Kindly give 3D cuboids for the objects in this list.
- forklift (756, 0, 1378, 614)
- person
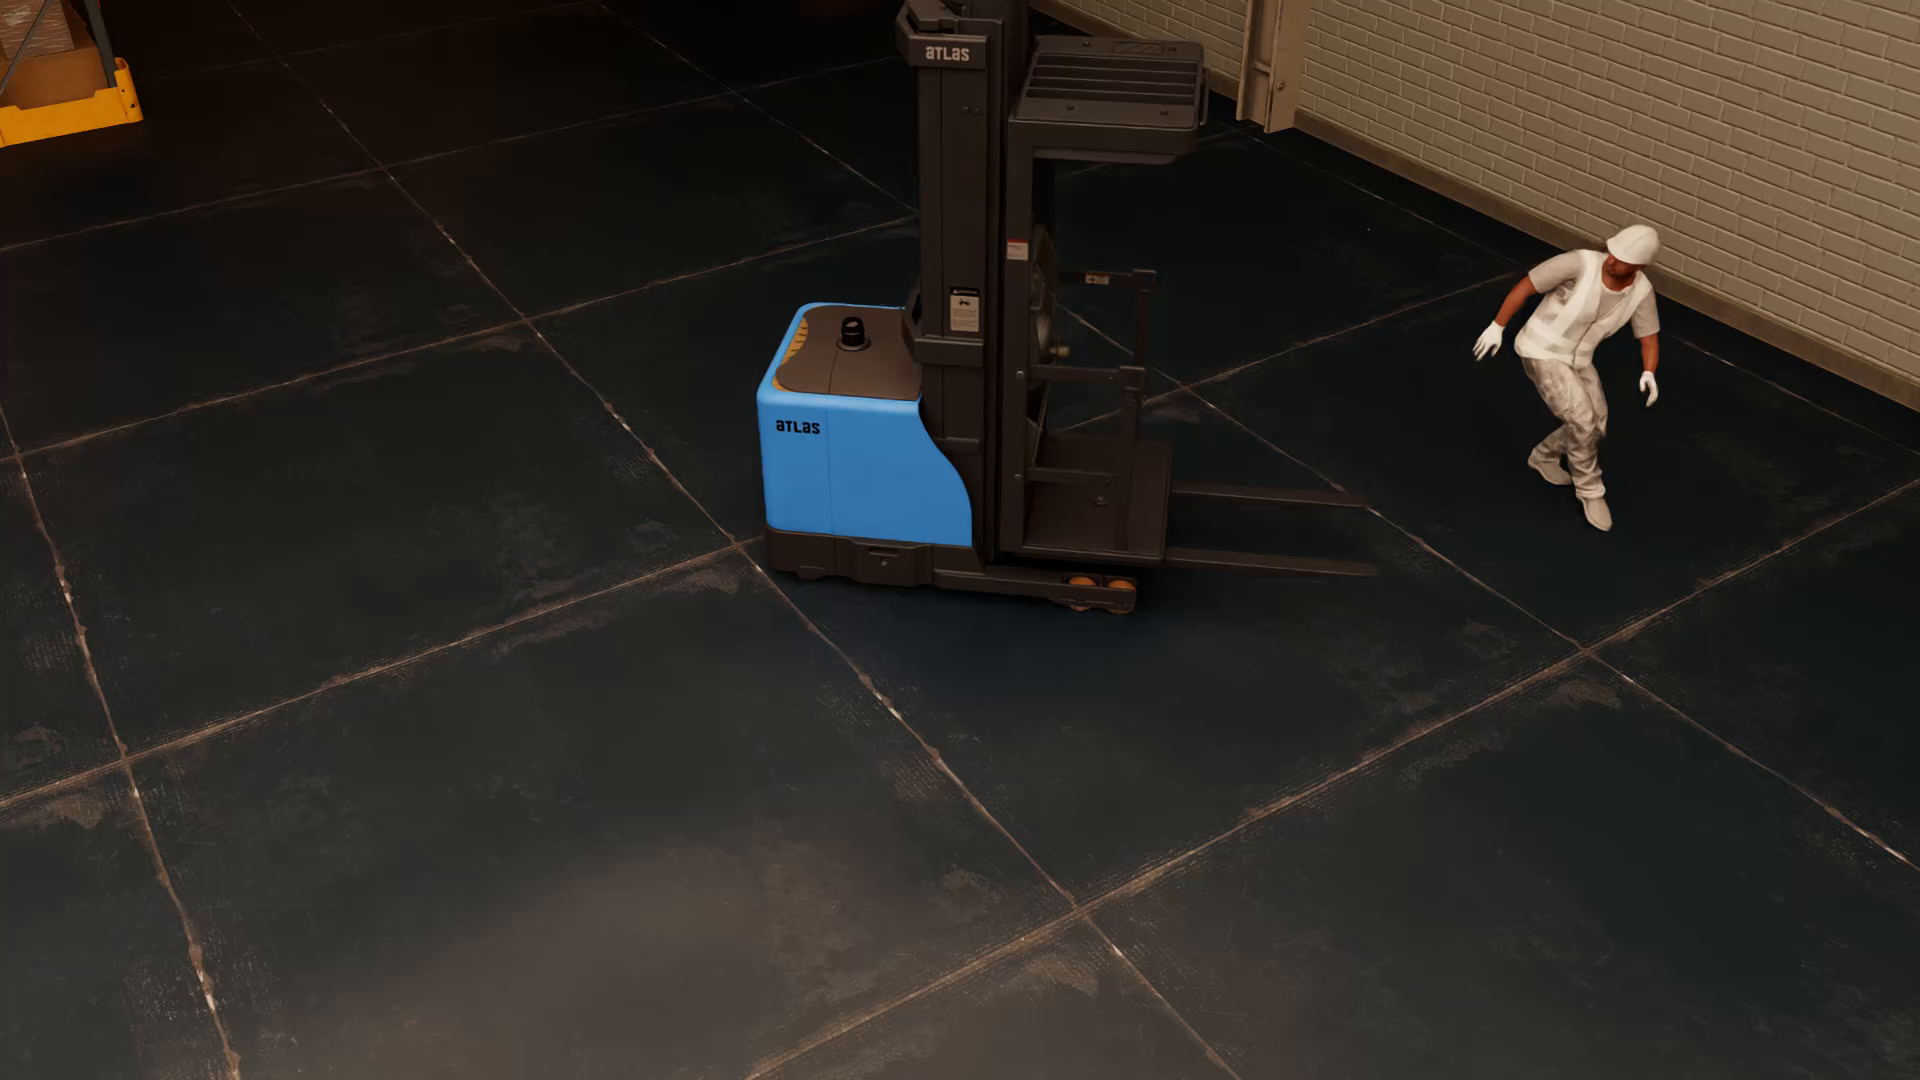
[{"bbox_3d":[0.580,-1.163,7.804,3.031,2.935,1.130,5,35,7],"label":"forklift"},{"bbox_3d":[3.195,-0.876,8.578,0.797,1.589,0.827,-11,37,-16],"label":"person"}]
